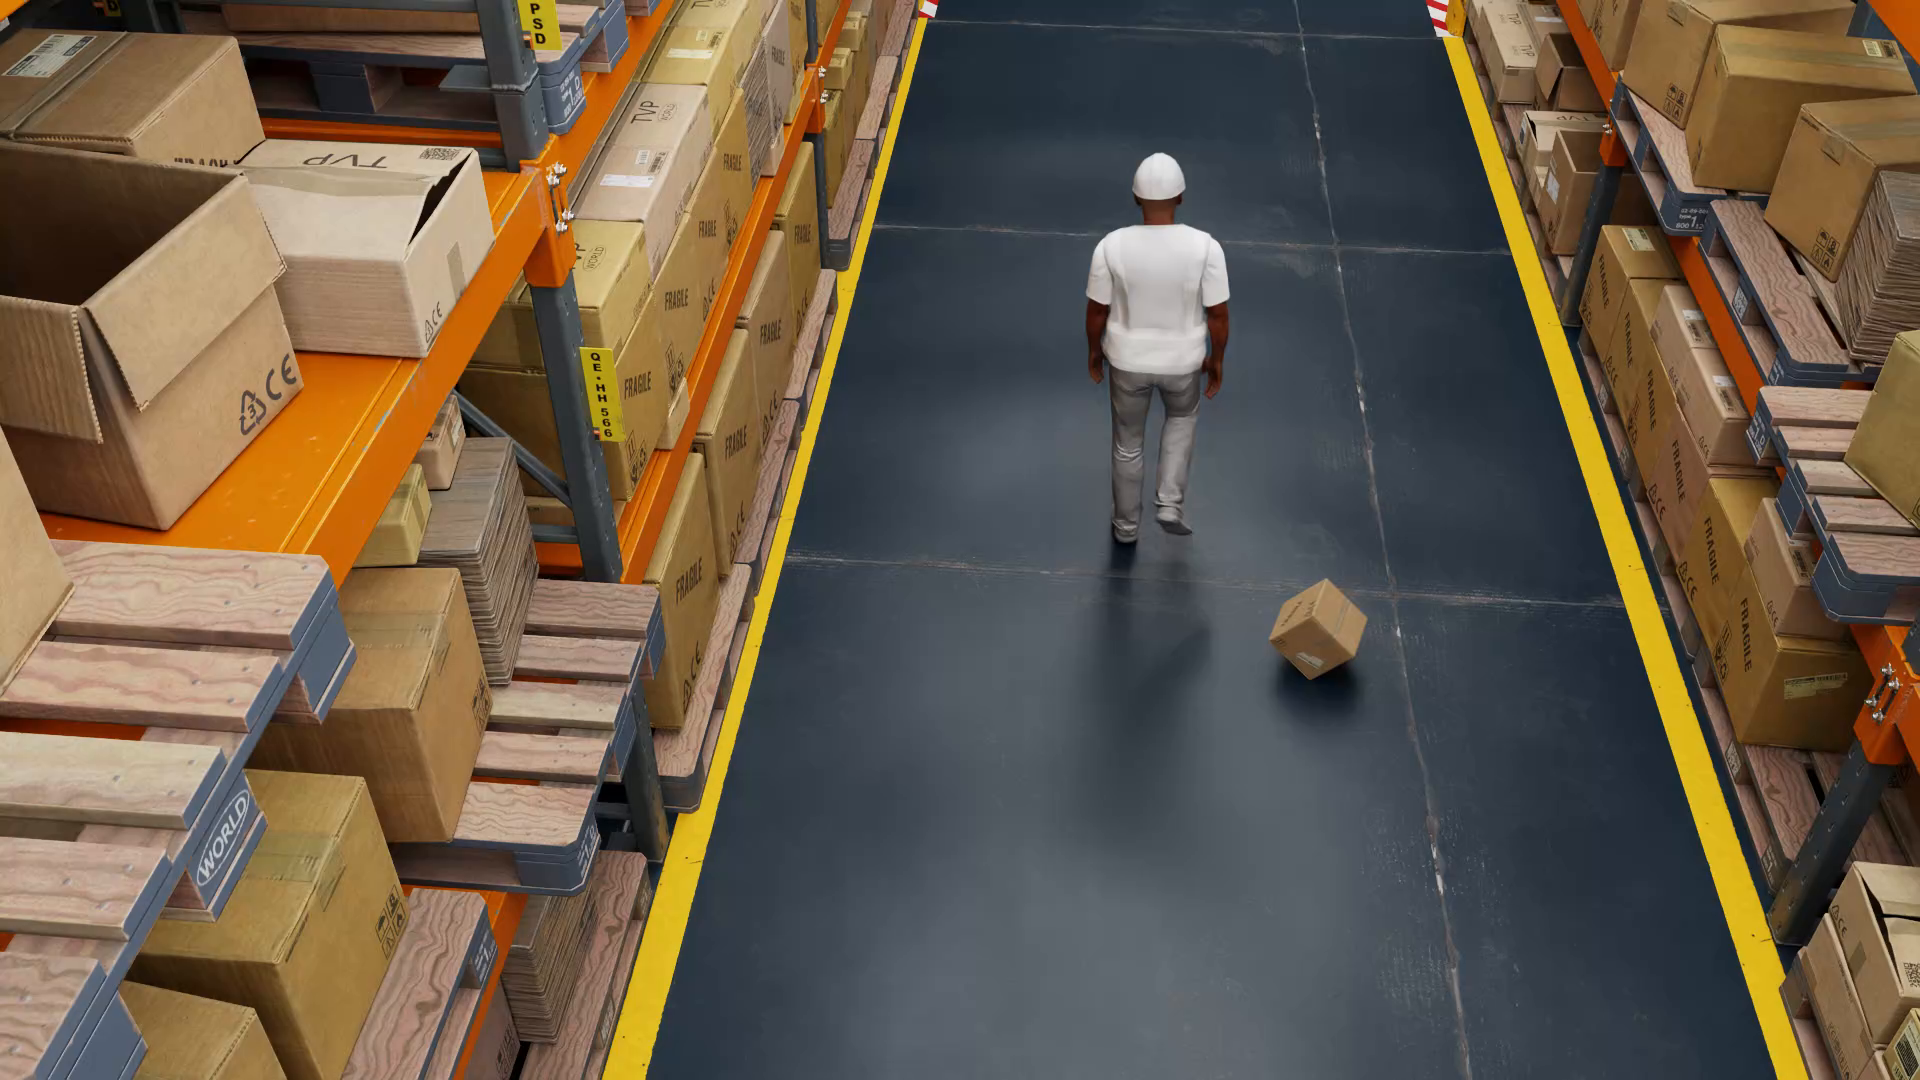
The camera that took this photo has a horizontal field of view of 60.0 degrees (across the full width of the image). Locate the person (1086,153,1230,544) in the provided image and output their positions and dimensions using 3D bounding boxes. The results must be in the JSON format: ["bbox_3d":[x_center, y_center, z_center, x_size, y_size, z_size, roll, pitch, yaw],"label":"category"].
[{"bbox_3d":[0.814,-0.763,7.001,0.594,1.757,0.535,2,40,3],"label":"person"}]
